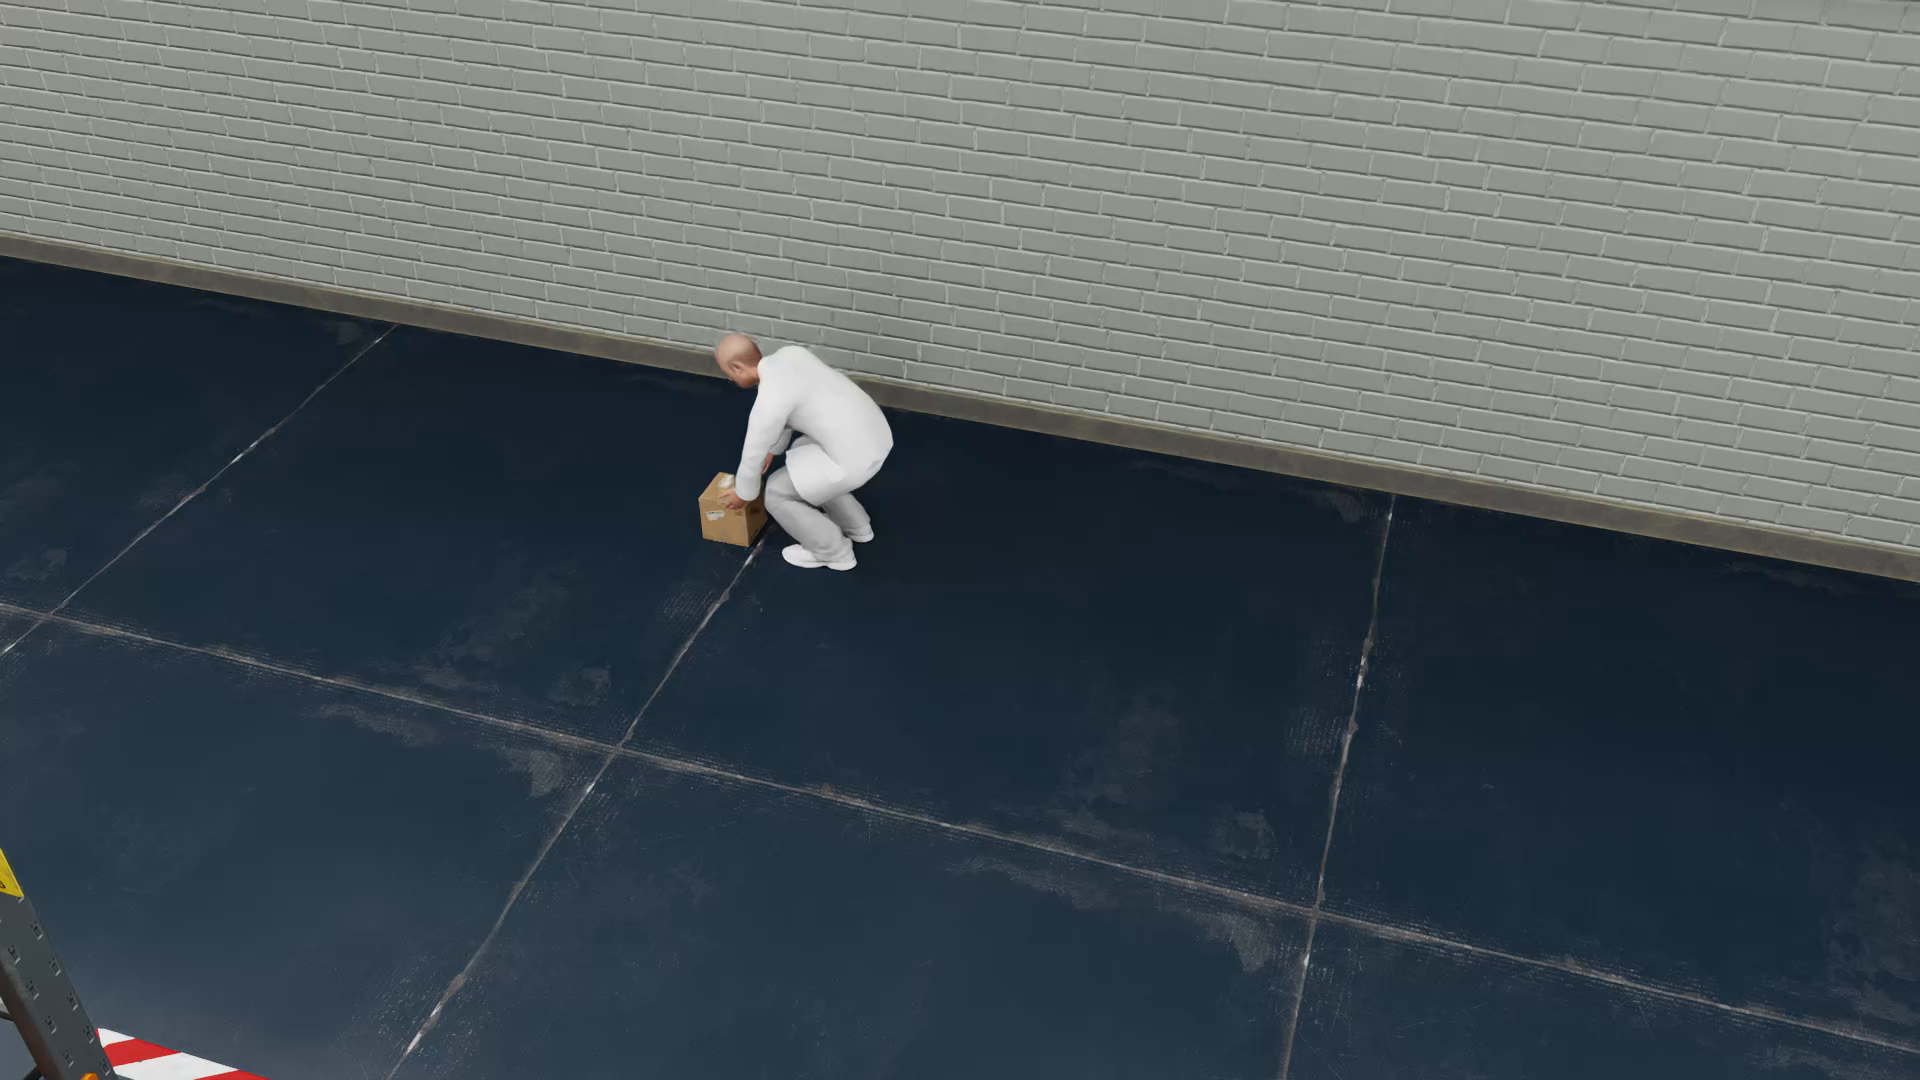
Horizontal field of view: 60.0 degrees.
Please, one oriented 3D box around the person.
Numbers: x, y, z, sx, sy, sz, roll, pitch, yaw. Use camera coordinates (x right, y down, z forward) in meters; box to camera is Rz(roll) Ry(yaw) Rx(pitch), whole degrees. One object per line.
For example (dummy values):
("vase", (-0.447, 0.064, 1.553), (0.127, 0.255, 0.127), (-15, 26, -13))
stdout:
("person", (-0.737, -0.427, 7.997), (0.830, 1.165, 0.625), (11, 38, 14))
